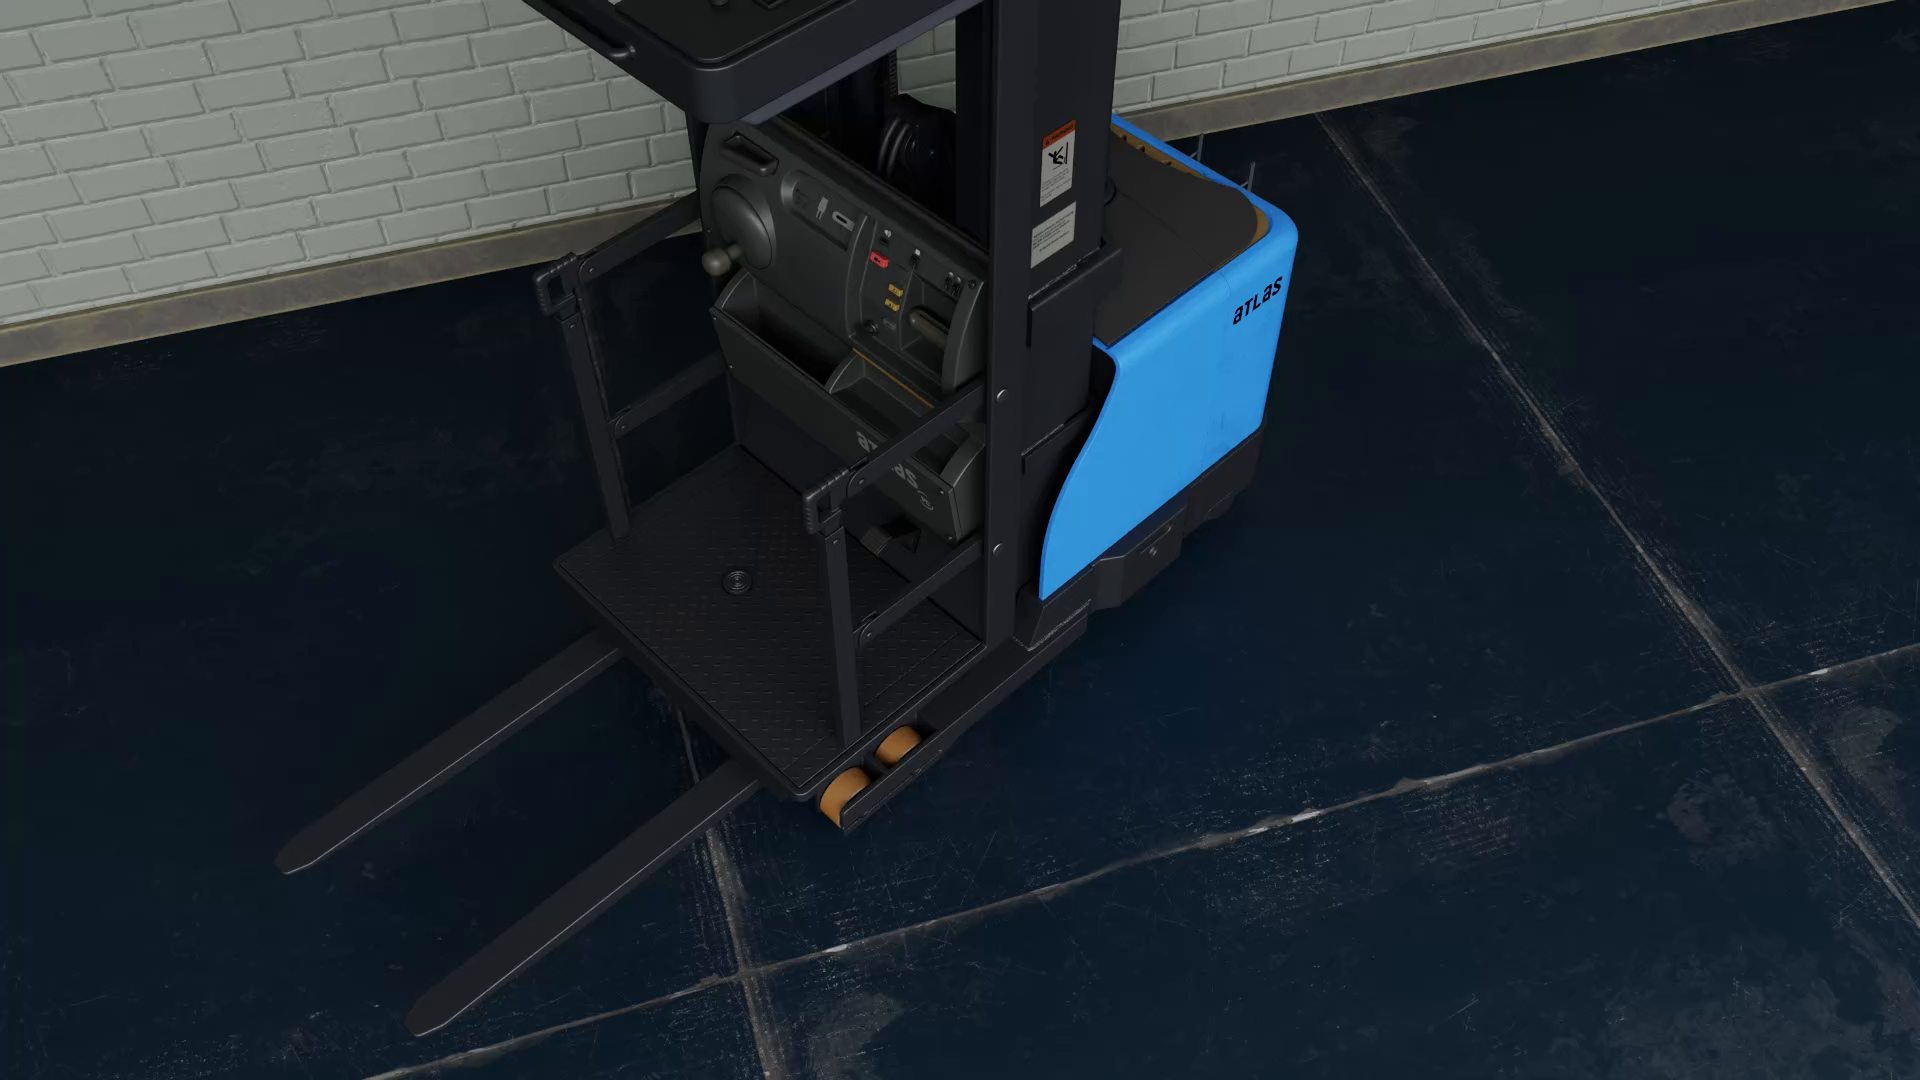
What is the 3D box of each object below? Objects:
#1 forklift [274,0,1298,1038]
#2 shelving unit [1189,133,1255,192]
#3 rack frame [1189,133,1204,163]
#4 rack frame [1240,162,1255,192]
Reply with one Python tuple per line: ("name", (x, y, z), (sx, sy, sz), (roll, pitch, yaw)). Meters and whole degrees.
("forklift", (-0.448, -0.608, 3.846), (3.031, 2.935, 1.130), (-37, 59, -27))
("shelving unit", (0.736, -0.846, 5.375), (0.258, 0.900, 0.210), (-37, 59, -27))
("rack frame", (0.665, -0.902, 5.422), (0.240, 0.900, 0.006), (-37, 59, -27))
("rack frame", (0.807, -0.791, 5.328), (0.240, 0.900, 0.006), (-37, 59, -27))
